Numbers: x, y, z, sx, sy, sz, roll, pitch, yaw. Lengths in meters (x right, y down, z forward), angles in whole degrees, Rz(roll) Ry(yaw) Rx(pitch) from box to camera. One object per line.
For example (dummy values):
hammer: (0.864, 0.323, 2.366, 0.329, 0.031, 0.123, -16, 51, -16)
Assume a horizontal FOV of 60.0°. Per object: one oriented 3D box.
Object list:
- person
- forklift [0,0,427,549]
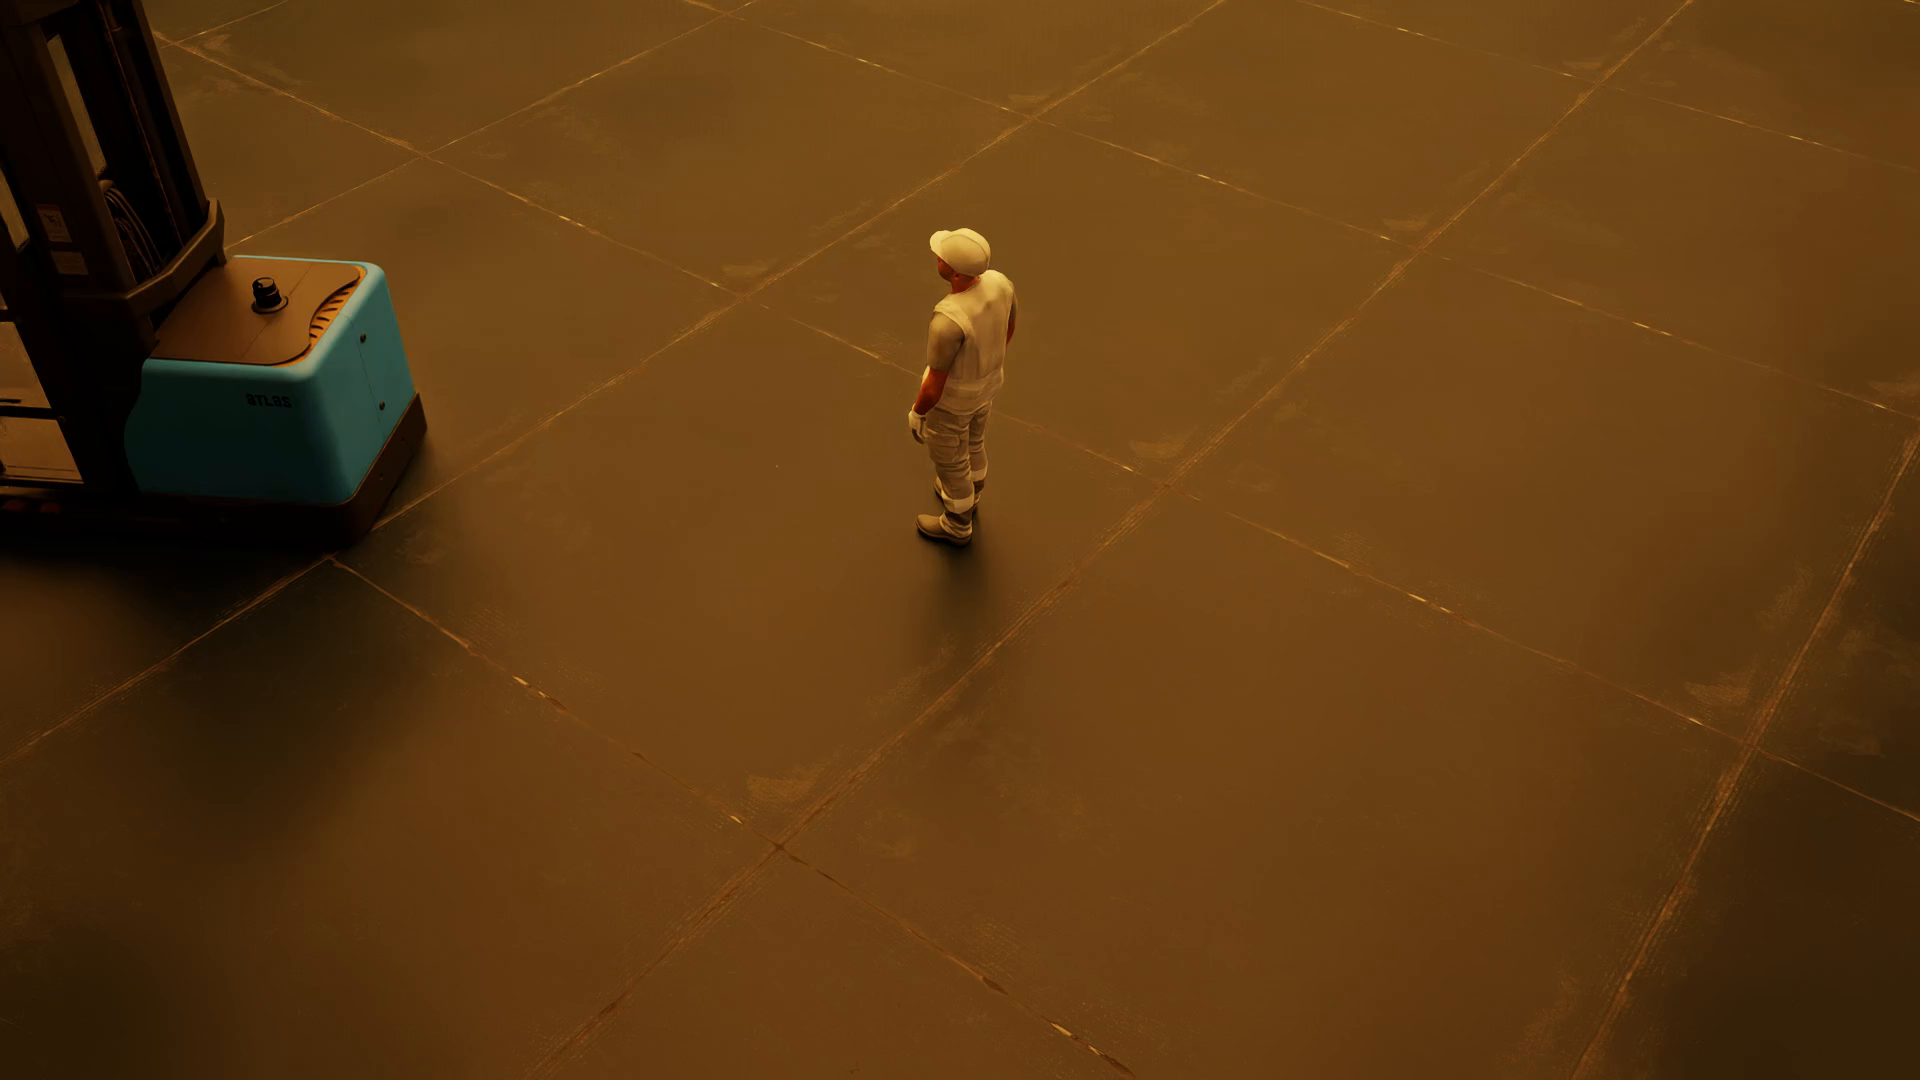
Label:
person: (-0.058, -0.723, 7.792, 0.562, 1.789, 0.638, 26, 47, 28)
forklift: (-4.409, -1.478, 7.808, 3.031, 2.935, 1.130, 4, 41, 5)
